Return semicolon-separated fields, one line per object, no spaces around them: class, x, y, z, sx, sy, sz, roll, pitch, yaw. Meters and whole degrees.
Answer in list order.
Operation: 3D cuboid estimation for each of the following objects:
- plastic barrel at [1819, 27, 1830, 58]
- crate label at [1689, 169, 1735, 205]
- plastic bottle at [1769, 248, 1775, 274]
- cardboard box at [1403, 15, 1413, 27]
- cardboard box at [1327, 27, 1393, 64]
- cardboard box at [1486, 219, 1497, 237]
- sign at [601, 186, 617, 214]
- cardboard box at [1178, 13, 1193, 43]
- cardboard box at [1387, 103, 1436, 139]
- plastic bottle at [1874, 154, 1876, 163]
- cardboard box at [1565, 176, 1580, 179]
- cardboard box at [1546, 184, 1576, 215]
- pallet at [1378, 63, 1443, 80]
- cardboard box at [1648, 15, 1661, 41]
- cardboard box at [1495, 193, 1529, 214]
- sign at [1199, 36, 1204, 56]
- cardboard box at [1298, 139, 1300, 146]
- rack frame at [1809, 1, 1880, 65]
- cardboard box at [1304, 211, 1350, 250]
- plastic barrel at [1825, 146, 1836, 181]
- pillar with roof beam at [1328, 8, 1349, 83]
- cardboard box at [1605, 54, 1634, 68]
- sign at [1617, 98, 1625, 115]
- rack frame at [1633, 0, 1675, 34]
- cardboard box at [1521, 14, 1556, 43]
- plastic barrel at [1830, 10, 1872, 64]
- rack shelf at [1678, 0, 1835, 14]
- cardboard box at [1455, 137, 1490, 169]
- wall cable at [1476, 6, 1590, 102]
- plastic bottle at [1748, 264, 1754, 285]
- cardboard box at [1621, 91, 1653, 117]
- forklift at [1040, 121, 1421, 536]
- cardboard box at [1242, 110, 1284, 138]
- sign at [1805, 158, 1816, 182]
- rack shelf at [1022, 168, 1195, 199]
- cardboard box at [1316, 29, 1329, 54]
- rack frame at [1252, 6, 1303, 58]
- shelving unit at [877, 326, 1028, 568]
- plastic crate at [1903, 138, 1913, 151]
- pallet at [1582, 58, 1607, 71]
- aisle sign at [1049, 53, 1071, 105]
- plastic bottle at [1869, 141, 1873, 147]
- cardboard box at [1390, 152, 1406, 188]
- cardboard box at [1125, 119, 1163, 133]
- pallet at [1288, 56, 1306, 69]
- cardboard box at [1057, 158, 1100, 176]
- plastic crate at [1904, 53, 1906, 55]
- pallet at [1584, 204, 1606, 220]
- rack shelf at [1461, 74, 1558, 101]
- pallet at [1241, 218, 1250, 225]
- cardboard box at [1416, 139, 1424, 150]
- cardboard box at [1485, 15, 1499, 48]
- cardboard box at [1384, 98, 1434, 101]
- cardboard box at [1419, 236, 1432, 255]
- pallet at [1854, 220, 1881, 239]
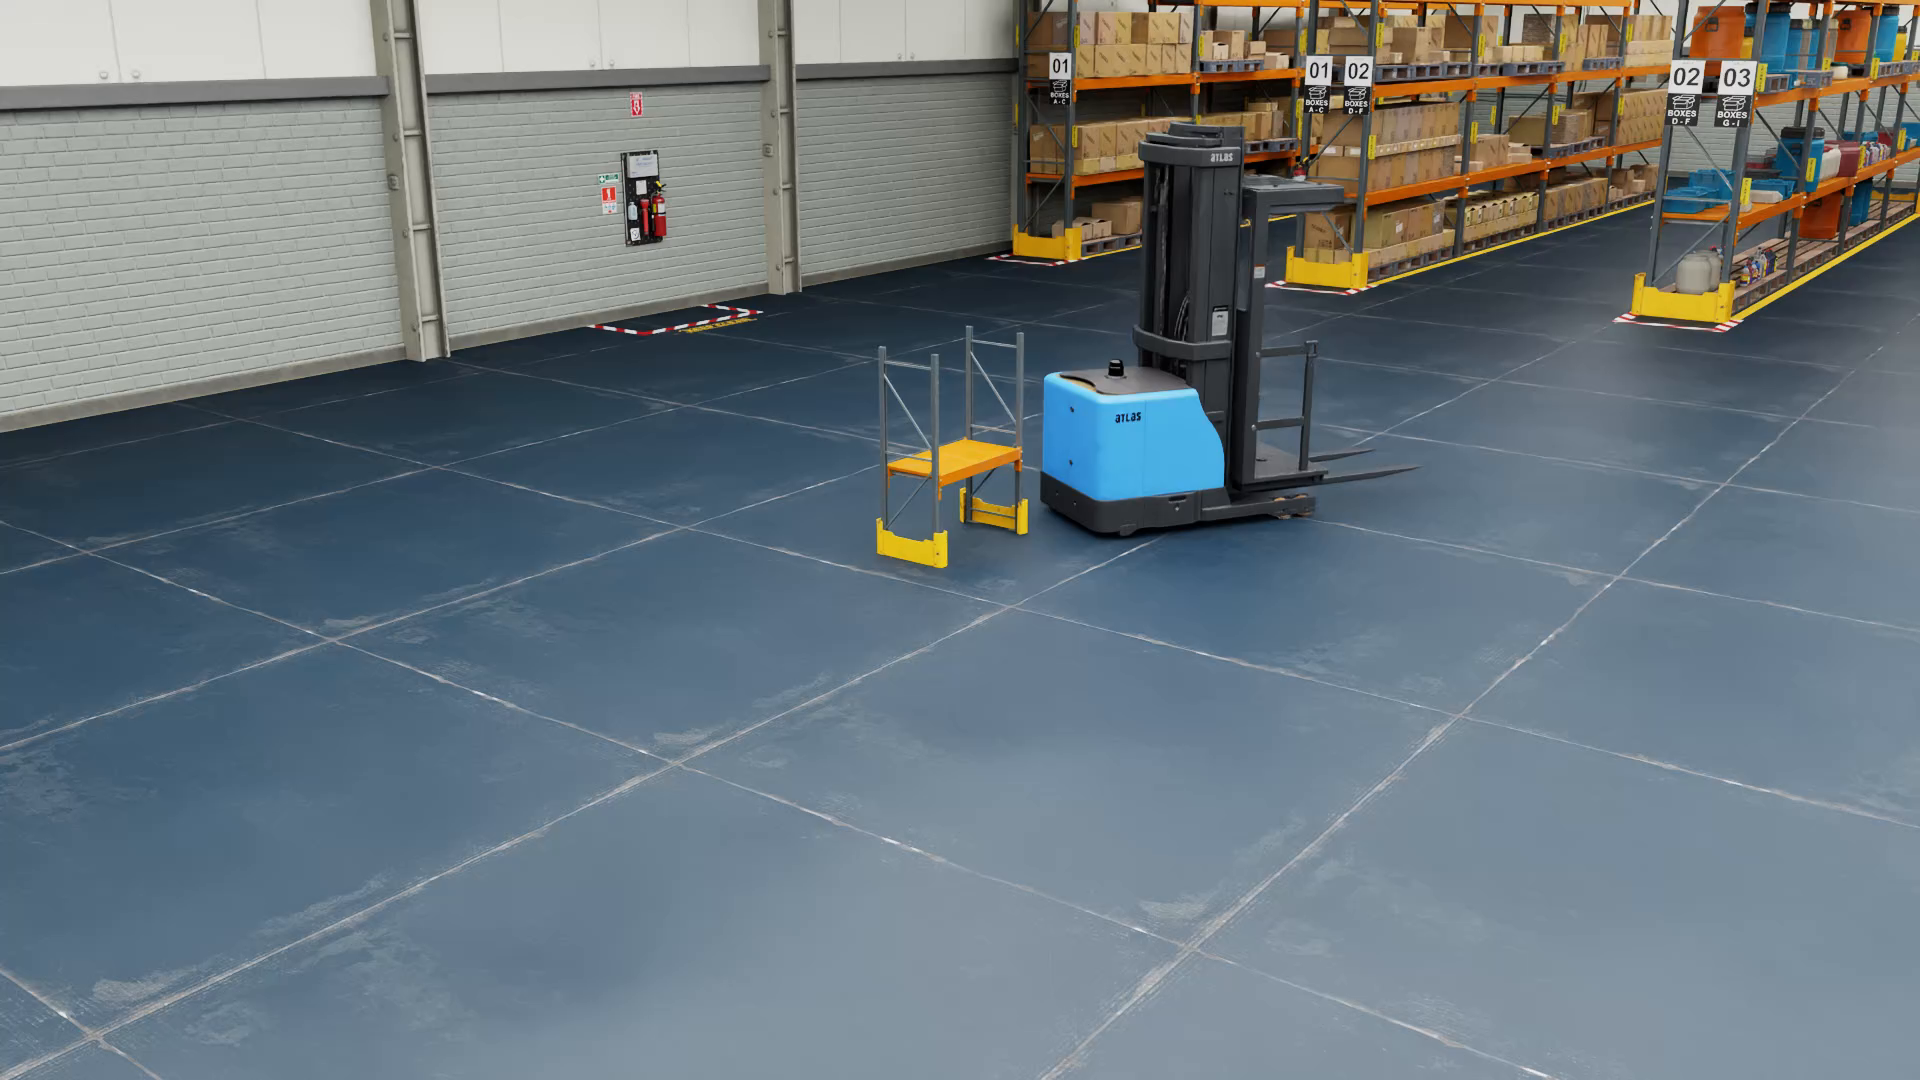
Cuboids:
plastic barrel;13.040;-7.529;25.649;0.600;0.830;0.708;12;21;35
crate label;10.206;-4.802;22.590;0.502;0.435;0.616;12;21;35
plastic bottle;11.557;-3.992;23.767;0.144;0.351;0.185;12;21;33
cardboard box;9.471;-11.119;36.045;0.500;0.500;0.500;12;21;34
cardboard box;5.696;-7.061;23.746;0.797;0.503;0.637;14;22;38
cardboard box;8.785;-5.313;28.223;0.500;0.250;0.500;12;21;33
sign;-4.398;-4.262;20.850;0.001;0.329;0.234;12;21;35
cardboard box;3.673;-8.802;28.585;0.500;0.500;0.500;10;20;30
cardboard box;6.875;-6.449;25.596;0.700;0.500;0.500;12;21;35
plastic bottle;15.856;-6.640;28.902;0.097;0.201;0.097;0;17;0
cardboard box;12.017;-6.977;33.128;0.500;0.500;0.500;11;21;32
cardboard box;11.228;-6.399;31.265;0.500;0.500;0.500;12;21;34
pallet;6.519;-7.021;24.886;1.003;0.211;1.213;12;21;35
cardboard box;14.013;-10.576;34.332;0.700;0.500;0.500;12;21;35
cardboard box;9.698;-5.943;29.305;0.500;0.311;0.500;12;21;34
sign;4.194;-8.588;28.910;0.100;0.325;0.005;12;21;35
cardboard box;6.519;-7.882;32.958;0.380;0.149;0.250;12;21;34
rack frame;14.093;-9.069;26.276;1.000;3.000;0.127;12;21;35
cardboard box;5.431;-4.601;24.666;0.500;0.500;0.500;12;21;35
plastic barrel;13.401;-5.875;25.915;0.421;0.512;0.421;0;17;0
pillar with roof beam;11.700;-11.332;33.560;9.100;9.000;0.400;12;21;35
cardboard box;12.989;-9.466;32.864;0.500;0.250;0.500;12;21;35
sign;12.948;-8.489;32.570;0.100;0.325;0.005;12;21;35
rack frame;14.884;-11.851;35.233;1.000;3.000;0.127;12;21;35
cardboard box;10.382;-9.141;29.710;0.500;0.500;0.500;12;21;35
plastic barrel;14.434;-8.177;27.028;0.600;0.830;0.708;12;21;35
rack shelf;10.518;-7.106;21.840;1.077;0.370;4.000;12;21;35
cardboard box;8.518;-6.481;27.888;0.500;0.500;0.500;14;22;39
wall cable;14.560;-12.527;42.644;3.097;2.526;0.112;12;21;35
plastic bottle;10.806;-3.639;22.744;0.061;0.283;0.133;13;21;36
cardboard box;13.928;-8.990;34.279;0.500;0.500;0.500;13;22;36
forklift;2.193;-1.693;12.754;3.031;2.935;1.130;-7;19;-22
cardboard box;5.865;-8.099;32.356;0.700;0.500;0.500;10;20;28
sign;12.145;-5.284;23.735;0.100;0.325;0.005;12;21;35
rack shelf;2.562;-6.182;28.307;1.077;0.370;4.000;12;21;35
cardboard box;6.993;-10.036;33.536;0.700;0.500;0.500;14;22;37
rack frame;6.137;-10.820;31.913;1.000;3.000;0.127;12;21;35
shelving unit;-0.045;-0.698;11.963;0.587;1.500;1.083;12;21;35
plastic crate;17.842;-7.524;31.596;0.416;0.233;0.300;12;21;35
pallet;11.440;-8.986;31.380;1.213;0.211;1.003;12;21;35
aisle sign;1.568;-7.221;26.055;0.394;0.787;0.004;12;21;35
plastic bottle;16.076;-6.882;29.431;0.144;0.351;0.185;12;21;35
cardboard box;6.248;-5.575;24.970;0.700;0.500;0.500;13;21;35
cardboard box;3.118;-6.893;28.338;0.500;0.500;0.500;12;21;33
pallet;6.478;-9.460;32.910;1.213;0.211;1.003;14;22;37
cardboard box;1.916;-6.048;26.880;0.500;0.250;0.500;12;21;33
plastic crate;18.406;-9.437;32.739;0.497;0.269;0.590;12;21;35
pallet;12.046;-6.501;32.823;1.003;0.211;1.213;12;21;35
rack shelf;8.925;-7.693;28.115;1.077;0.370;4.000;12;21;35
pallet;4.942;-6.148;31.686;1.003;0.211;1.213;12;21;35
cardboard box;6.830;-6.017;25.299;0.380;0.149;0.250;13;22;36
cardboard box;8.454;-8.327;27.223;0.500;0.500;0.500;15;23;40
cardboard box;10.183;-9.705;37.933;0.980;0.700;0.700;12;21;34
cardboard box;7.041;-4.627;26.015;0.500;0.250;0.500;12;21;35
pallet;15.983;-5.649;30.079;1.003;0.211;1.213;12;21;35
